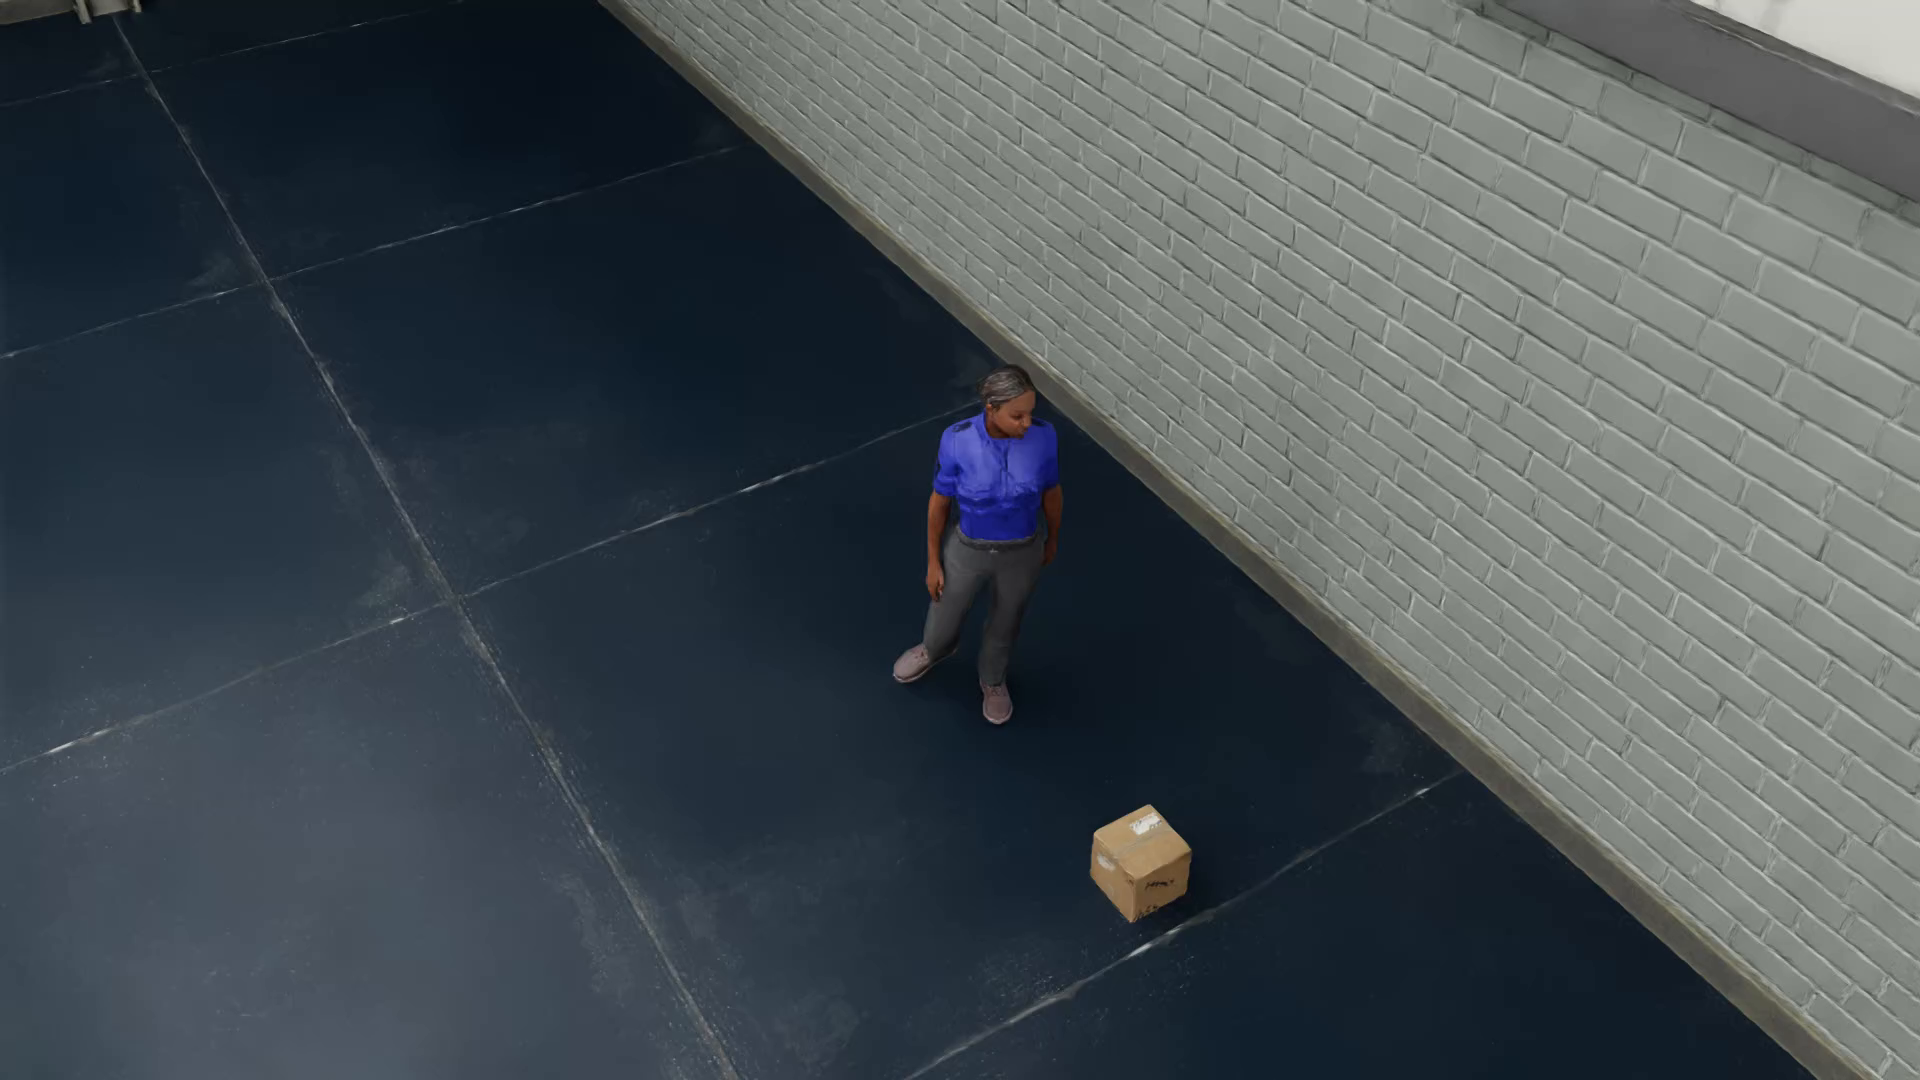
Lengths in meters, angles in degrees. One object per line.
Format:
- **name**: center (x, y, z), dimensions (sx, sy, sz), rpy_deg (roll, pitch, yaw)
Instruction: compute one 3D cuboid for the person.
- **person**: center (0.054, 0.011, 6.134), dimensions (0.637, 1.638, 0.433), rpy_deg (-3, 41, -3)
